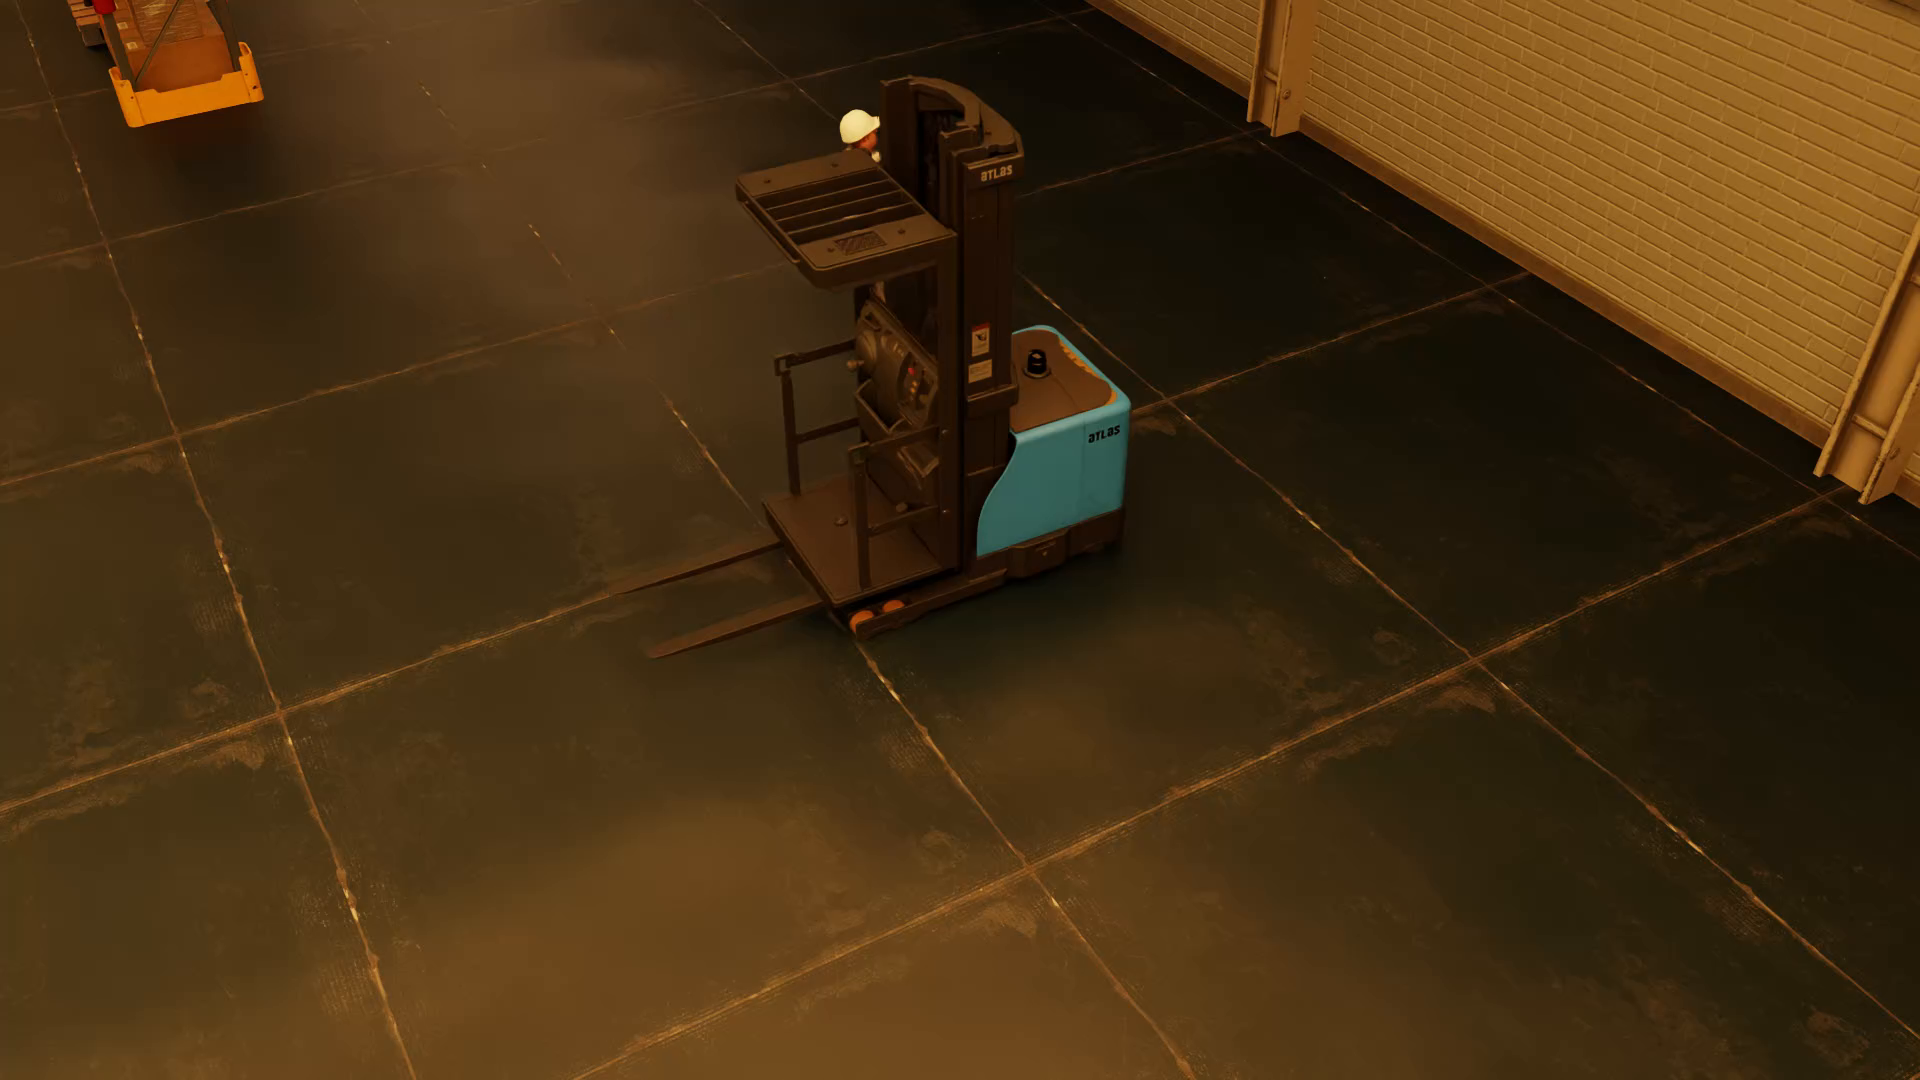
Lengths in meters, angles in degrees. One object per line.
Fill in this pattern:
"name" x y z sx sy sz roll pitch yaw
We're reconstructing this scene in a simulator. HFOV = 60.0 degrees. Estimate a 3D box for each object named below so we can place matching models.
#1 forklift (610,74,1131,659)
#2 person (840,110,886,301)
"forklift" -0.537 -0.942 9.172 3.031 2.935 1.130 -19 43 -21
"person" -0.541 -2.138 11.509 0.569 1.774 0.627 -10 41 -12
